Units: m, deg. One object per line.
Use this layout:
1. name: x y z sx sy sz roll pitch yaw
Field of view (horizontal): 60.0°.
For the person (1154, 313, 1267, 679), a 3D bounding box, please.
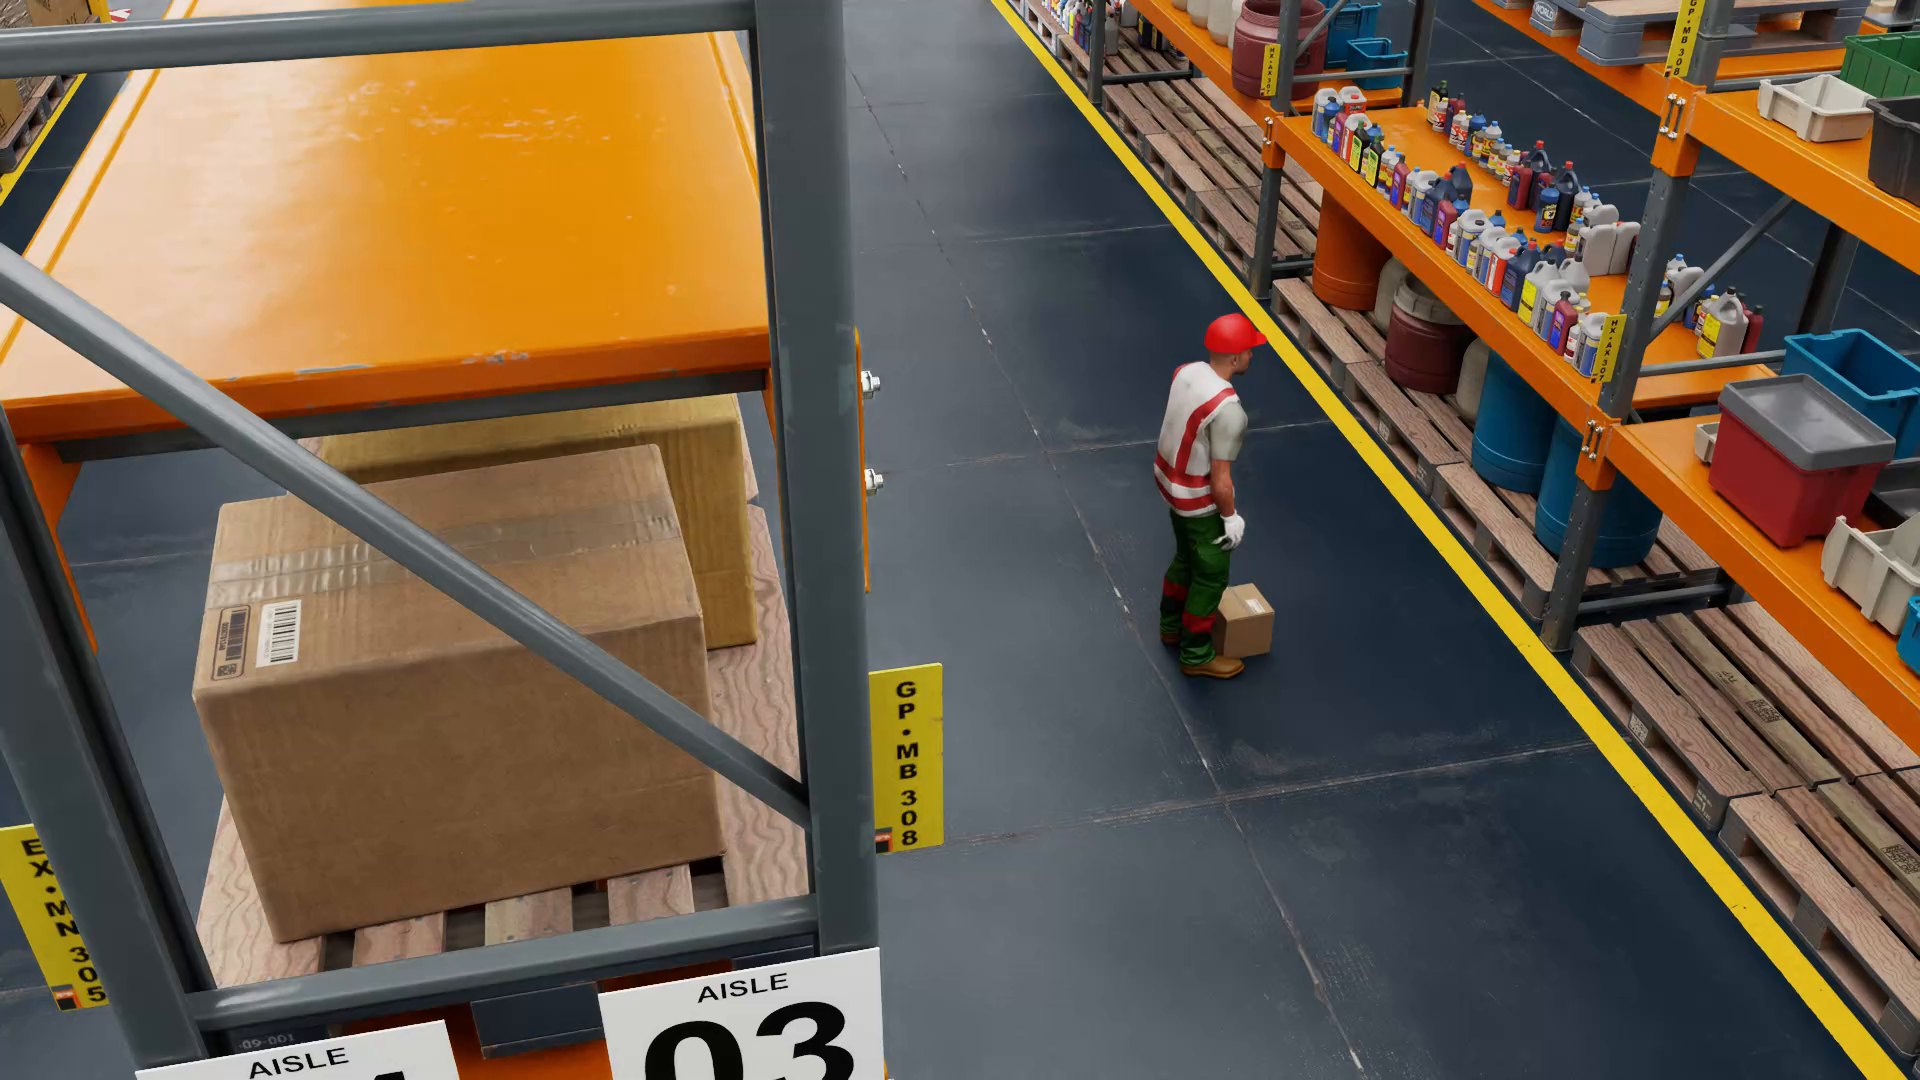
1. person: 1.132 -0.210 7.657 0.452 1.778 0.613 -9 35 -13
